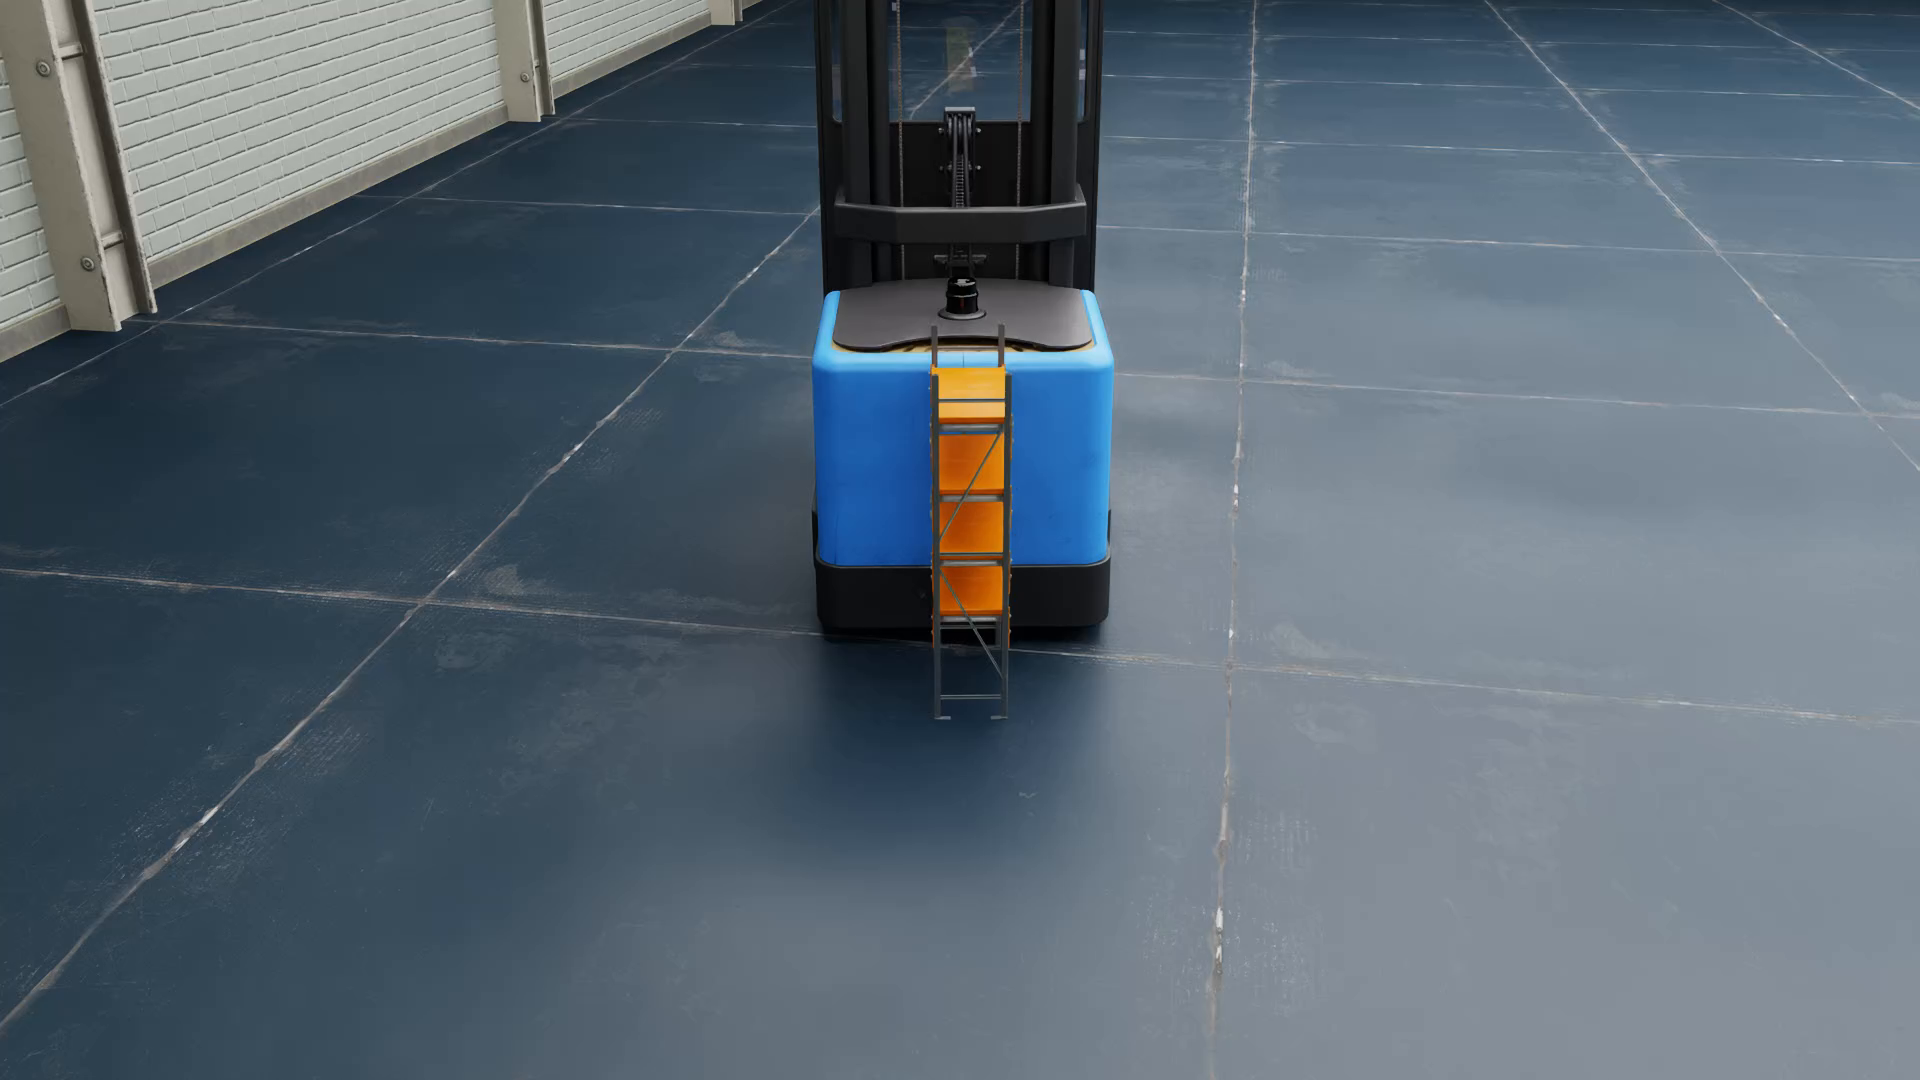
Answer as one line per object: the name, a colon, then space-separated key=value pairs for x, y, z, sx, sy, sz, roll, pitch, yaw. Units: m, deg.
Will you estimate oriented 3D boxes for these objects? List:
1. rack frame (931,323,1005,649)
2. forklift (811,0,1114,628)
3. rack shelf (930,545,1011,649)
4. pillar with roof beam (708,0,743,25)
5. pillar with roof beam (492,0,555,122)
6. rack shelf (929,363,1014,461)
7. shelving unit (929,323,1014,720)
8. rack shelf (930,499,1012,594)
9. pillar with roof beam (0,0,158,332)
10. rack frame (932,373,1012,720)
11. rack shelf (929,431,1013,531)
rack frame: x=0.026 y=-0.160 z=5.676 sx=0.240 sy=1.200 sz=0.015 roll=0 pitch=25 yaw=-1
forklift: x=-0.009 y=-1.593 z=6.696 sx=1.130 sy=2.935 sz=3.031 roll=0 pitch=25 yaw=-1
rack shelf: x=0.031 y=0.184 z=5.568 sx=0.258 sy=0.148 sz=0.480 roll=0 pitch=25 yaw=-1
pillar with roof beam: x=1.410 y=-10.045 z=17.594 sx=9.100 sy=9.000 sz=0.400 roll=4 pitch=25 yaw=9
pillar with roof beam: x=0.430 y=-7.535 z=12.233 sx=9.100 sy=9.000 sz=0.400 roll=4 pitch=25 yaw=9
rack shelf: x=0.031 y=-0.412 z=5.289 sx=0.258 sy=0.148 sz=0.480 roll=0 pitch=25 yaw=-1
shelving unit: x=0.031 y=-0.057 z=5.456 sx=0.258 sy=1.200 sz=0.503 roll=0 pitch=25 yaw=-1
rack shelf: x=0.031 y=0.004 z=5.484 sx=0.258 sy=0.148 sz=0.480 roll=0 pitch=25 yaw=-1
pillar with roof beam: x=-0.551 y=-5.026 z=6.872 sx=9.100 sy=9.000 sz=0.400 roll=4 pitch=25 yaw=9
rack frame: x=0.036 y=0.047 z=5.235 sx=0.240 sy=1.200 sz=0.015 roll=0 pitch=25 yaw=-1
rack shelf: x=0.031 y=-0.198 z=5.389 sx=0.258 sy=0.148 sz=0.480 roll=0 pitch=25 yaw=-1
